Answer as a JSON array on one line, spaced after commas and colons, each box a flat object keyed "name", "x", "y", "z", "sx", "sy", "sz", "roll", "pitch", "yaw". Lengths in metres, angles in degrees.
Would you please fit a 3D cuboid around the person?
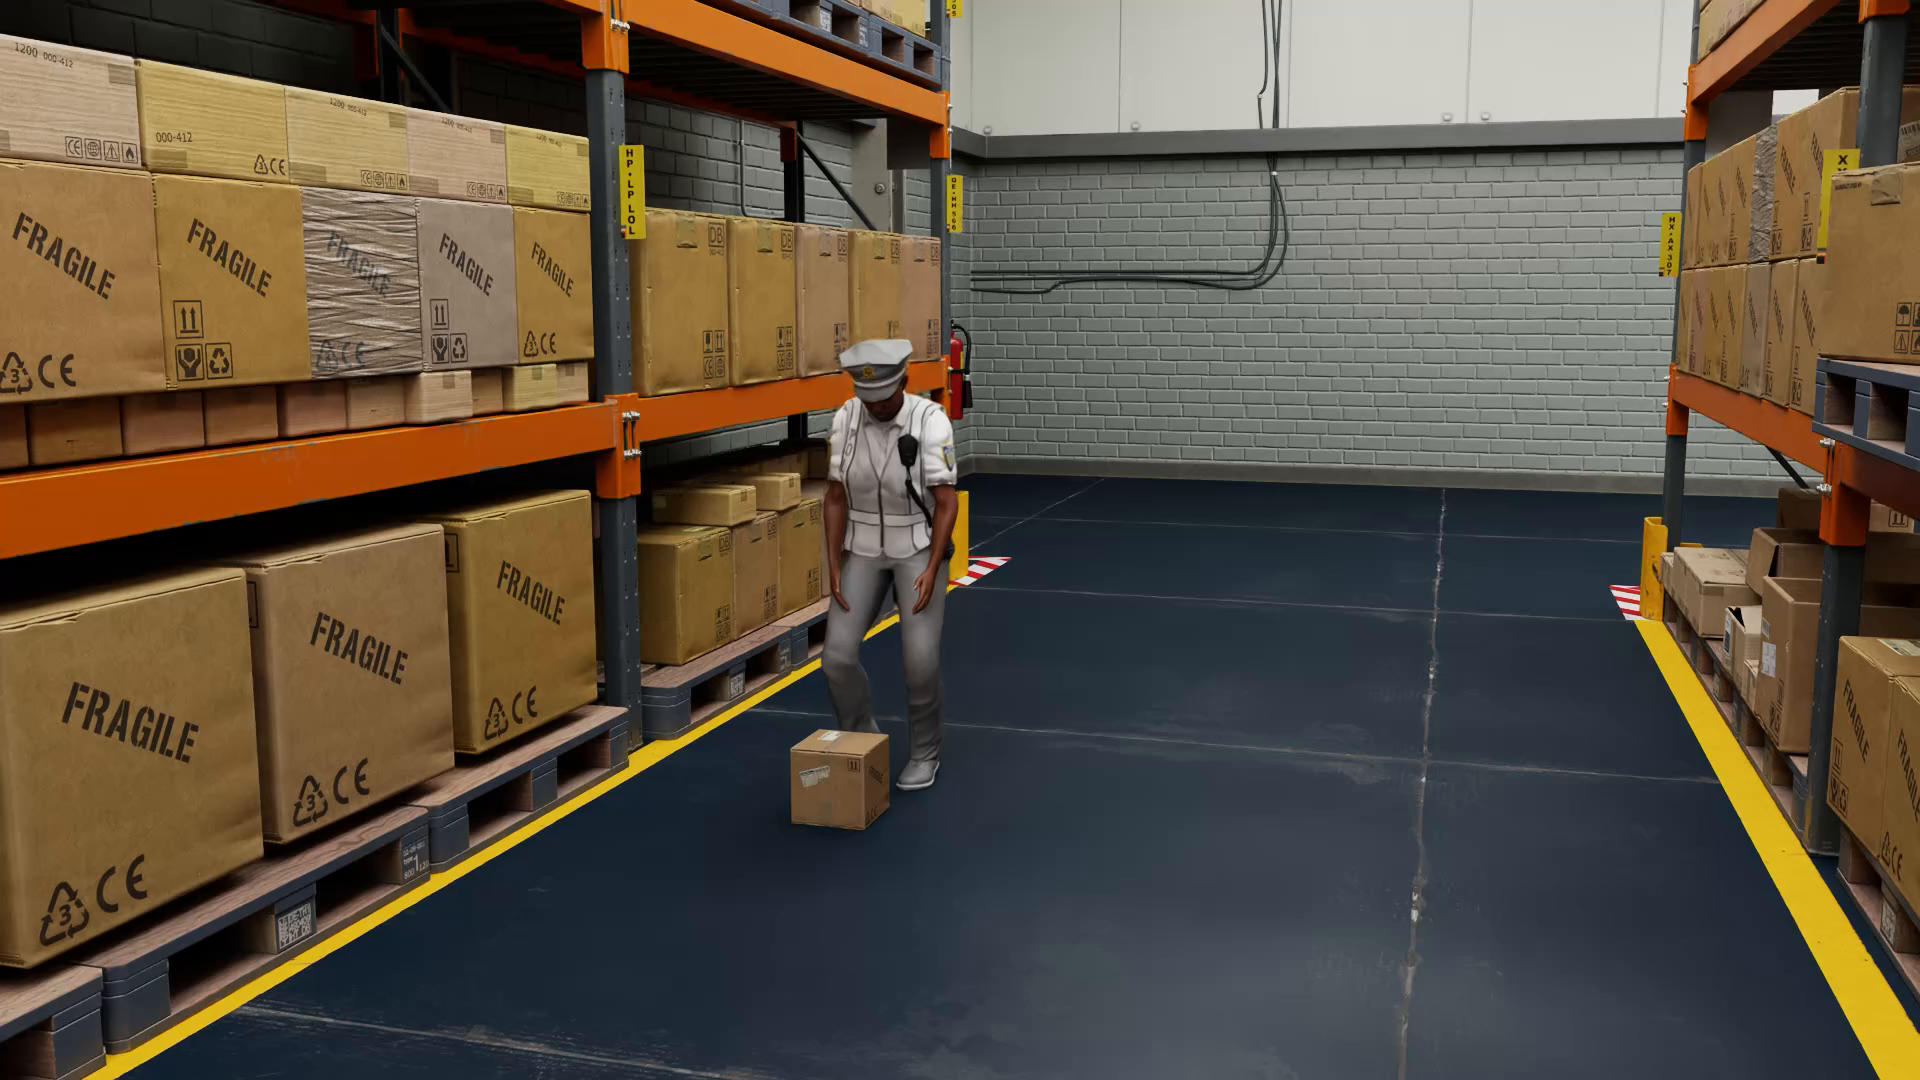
[{"name": "person", "x": -0.230, "y": 0.084, "z": 5.720, "sx": 0.480, "sy": 1.546, "sz": 0.563, "roll": 3, "pitch": 9, "yaw": 17}]
